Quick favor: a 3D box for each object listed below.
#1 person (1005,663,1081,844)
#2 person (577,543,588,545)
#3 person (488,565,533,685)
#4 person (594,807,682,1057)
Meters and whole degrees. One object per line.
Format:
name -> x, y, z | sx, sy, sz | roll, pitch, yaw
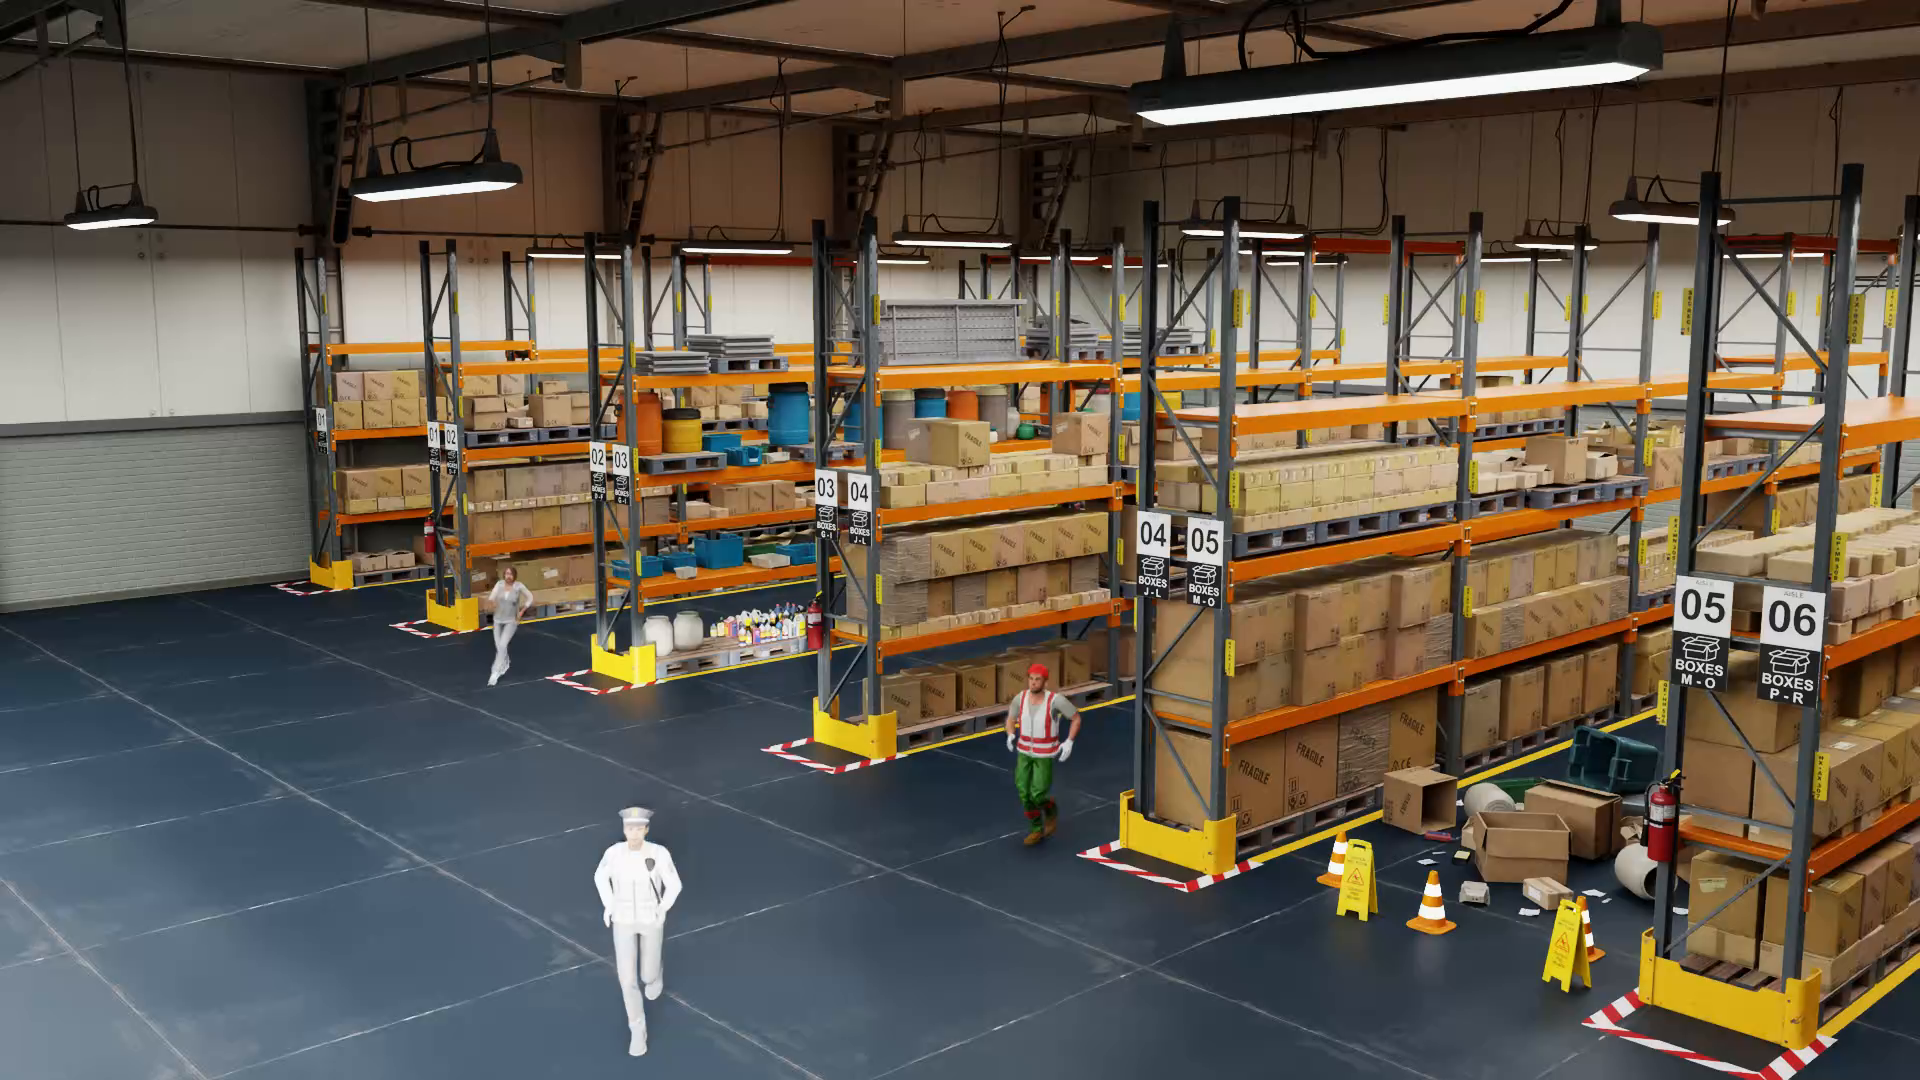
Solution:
person -> 0.734, 2.026, 15.654 | 0.701, 1.753, 0.609 | 4, 9, 26
person -> -6.791, -0.053, 30.249 | 0.784, 1.690, 0.619 | -7, 11, -41
person -> -6.067, 1.121, 22.377 | 0.561, 1.604, 0.676 | 1, 9, 10
person -> -2.255, 2.662, 11.655 | 0.618, 1.687, 0.781 | -1, 8, -4
